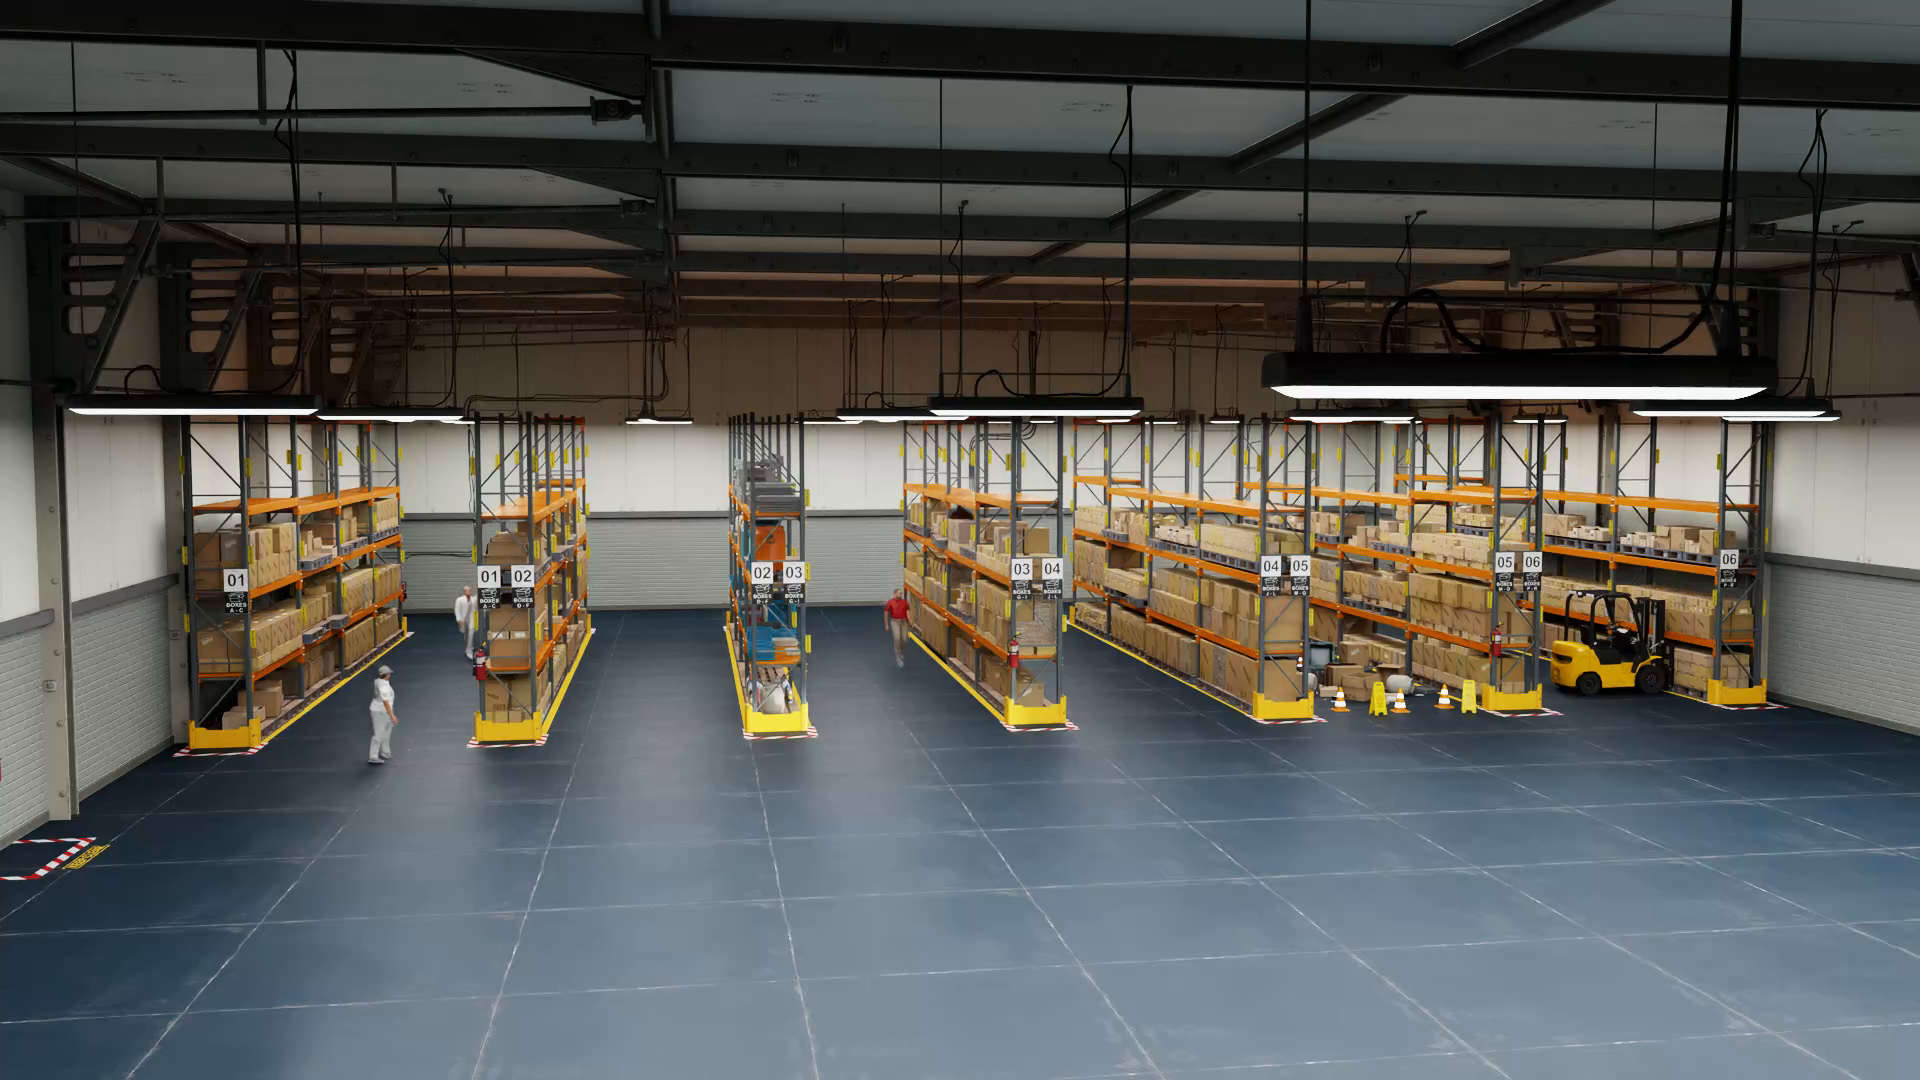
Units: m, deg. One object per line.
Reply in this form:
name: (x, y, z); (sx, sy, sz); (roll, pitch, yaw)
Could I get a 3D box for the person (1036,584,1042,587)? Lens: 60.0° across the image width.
person: (2.473, 1.509, 49.381); (0.576, 1.730, 0.996); (1, 4, 19)

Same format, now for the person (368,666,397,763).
person: (-9.913, 2.990, 28.533); (0.494, 1.700, 0.656); (-1, 4, -20)

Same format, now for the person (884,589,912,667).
person: (-1.411, 2.046, 39.113); (0.603, 1.779, 0.666); (-2, 4, -24)

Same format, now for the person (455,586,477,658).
person: (-12.245, 2.020, 41.296); (0.531, 1.720, 1.097); (0, 4, 0)
